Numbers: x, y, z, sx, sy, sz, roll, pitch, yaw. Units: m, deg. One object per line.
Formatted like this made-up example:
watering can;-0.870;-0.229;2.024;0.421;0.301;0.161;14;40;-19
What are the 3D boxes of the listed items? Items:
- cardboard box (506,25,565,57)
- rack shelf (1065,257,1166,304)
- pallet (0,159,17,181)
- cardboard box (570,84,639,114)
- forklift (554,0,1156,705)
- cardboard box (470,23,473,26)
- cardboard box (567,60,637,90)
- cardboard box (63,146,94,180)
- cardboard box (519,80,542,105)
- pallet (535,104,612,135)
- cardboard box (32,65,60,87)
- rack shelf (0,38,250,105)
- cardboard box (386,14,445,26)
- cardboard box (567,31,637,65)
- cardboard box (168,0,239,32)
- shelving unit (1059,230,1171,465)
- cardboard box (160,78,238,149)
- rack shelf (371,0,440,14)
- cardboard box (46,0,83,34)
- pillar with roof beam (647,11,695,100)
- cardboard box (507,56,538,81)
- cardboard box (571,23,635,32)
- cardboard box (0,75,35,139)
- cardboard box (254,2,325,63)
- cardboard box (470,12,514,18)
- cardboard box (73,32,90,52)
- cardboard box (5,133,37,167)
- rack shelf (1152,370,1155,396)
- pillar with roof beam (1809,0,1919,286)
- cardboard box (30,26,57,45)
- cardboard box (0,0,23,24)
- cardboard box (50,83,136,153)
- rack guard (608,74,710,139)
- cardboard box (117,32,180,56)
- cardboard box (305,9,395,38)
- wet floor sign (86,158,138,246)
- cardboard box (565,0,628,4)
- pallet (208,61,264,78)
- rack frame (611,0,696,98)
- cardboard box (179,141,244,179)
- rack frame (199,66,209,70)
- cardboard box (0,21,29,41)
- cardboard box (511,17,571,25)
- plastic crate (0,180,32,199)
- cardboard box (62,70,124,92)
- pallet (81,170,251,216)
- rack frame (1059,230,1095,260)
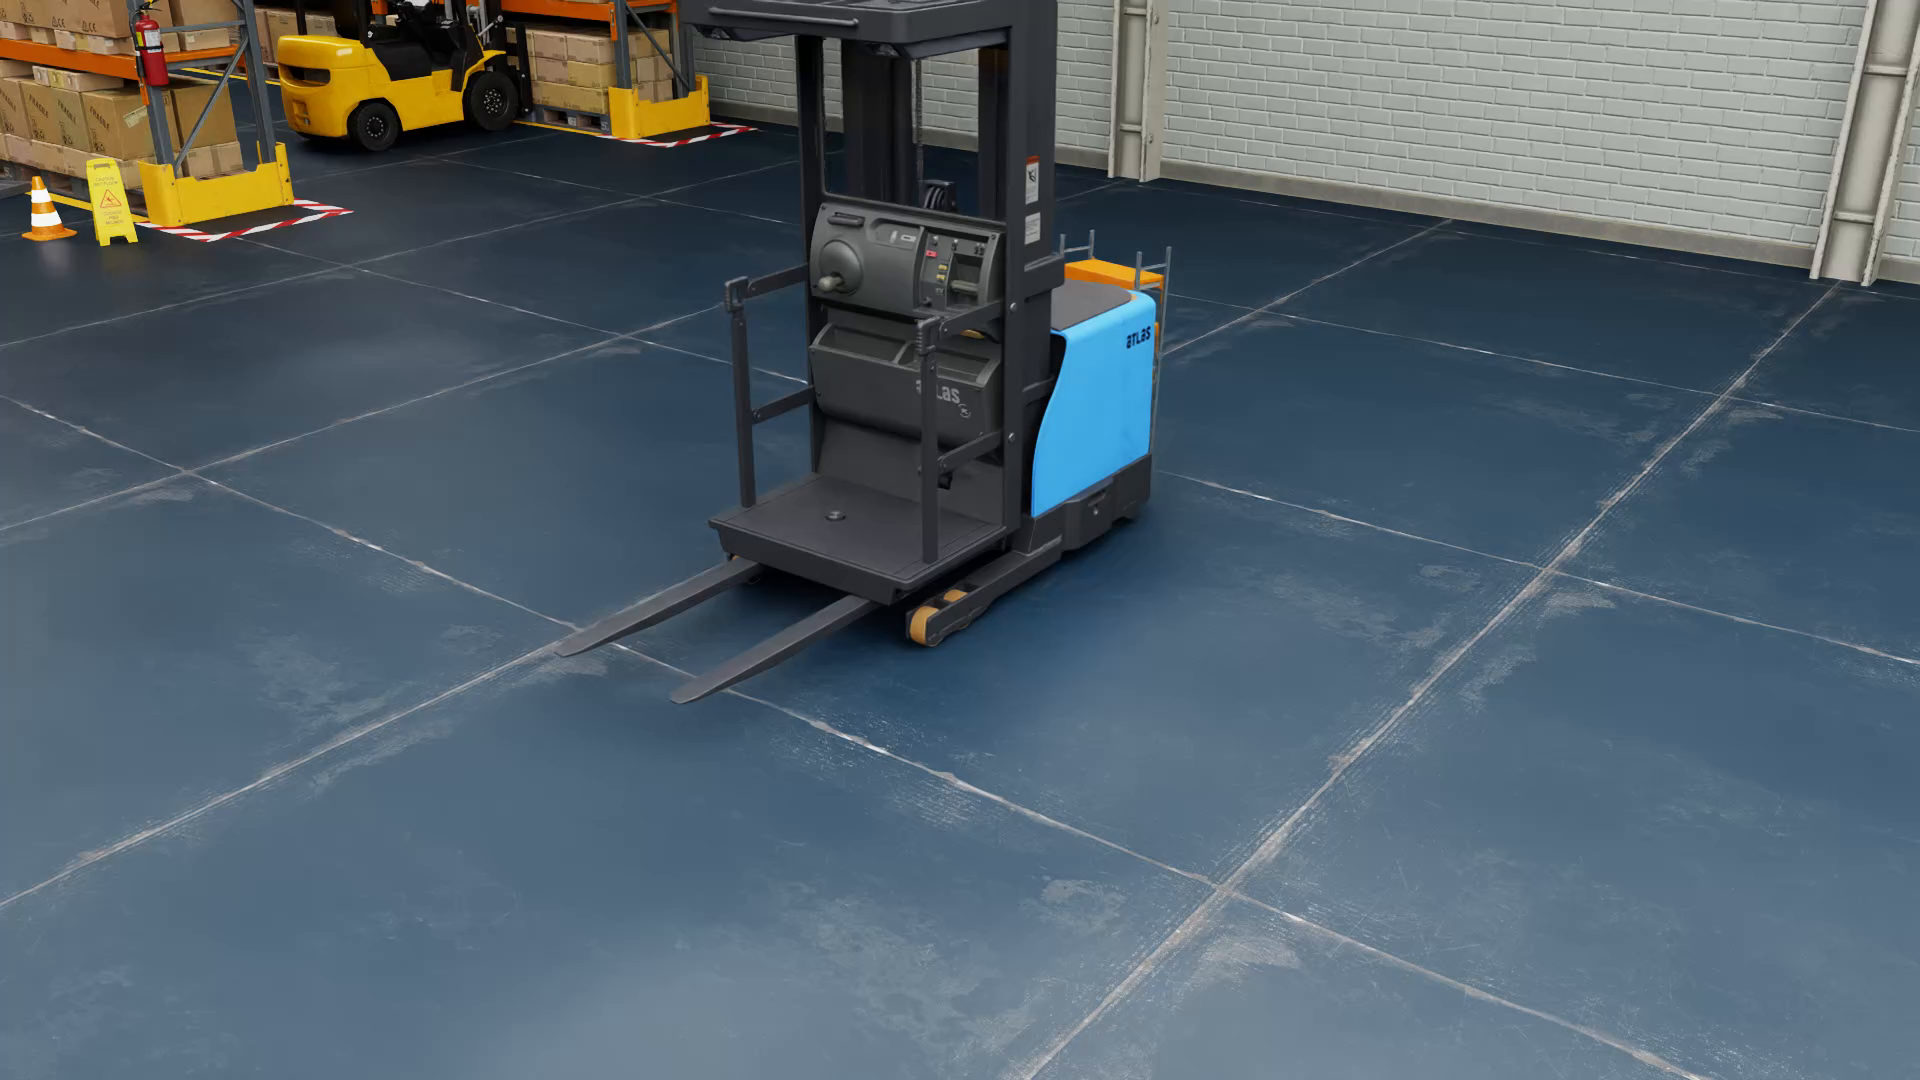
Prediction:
cardboard box;-4.551;-5.363;17.851;0.500;0.250;0.500;17;29;34
rack shelf;0.742;-1.255;8.118;0.258;0.148;0.480;-17;29;-42
pallet;-8.789;-3.658;15.791;1.213;0.211;1.003;17;29;33
cardboard box;-3.739;-4.666;17.509;0.500;0.250;0.500;17;29;34
forklift;-0.361;-1.128;6.675;1.130;2.935;3.031;17;29;33
cardboard box;-5.367;-5.617;18.428;0.500;0.250;0.500;18;29;35
cardboard box;-3.750;-4.900;17.420;0.500;0.250;0.500;16;29;33
cardboard box;-7.365;-3.288;14.382;0.500;0.250;0.500;17;29;33
cardboard box;-4.526;-4.913;18.070;0.500;0.250;0.500;17;29;34
pallet;-3.810;-4.616;17.964;1.213;0.211;1.003;17;29;33
cardboard box;-7.688;-3.995;14.251;0.250;0.149;0.380;18;30;35
rack shelf;-7.748;-4.272;14.619;4.000;0.370;1.077;17;29;33
cardboard box;-6.175;-5.861;18.981;0.500;0.250;0.500;16;29;33
cardboard box;-3.729;-5.122;17.305;0.500;0.250;0.500;18;29;35
cardboard box;-6.360;-4.504;13.759;0.500;0.500;0.500;16;29;33
shelving unit;0.724;-0.889;8.260;0.258;1.200;0.503;-17;29;-42
cardboard box;-6.646;-3.685;14.352;0.500;0.500;0.500;16;28;32
rack shelf;-7.974;-6.842;20.451;4.000;0.370;1.077;17;29;33
cardboard box;-7.145;-4.465;13.670;0.500;0.500;0.500;17;29;33
pillar with roof beam;-5.772;-7.536;13.693;0.400;9.000;9.100;17;29;33
cardboard box;-4.571;-5.143;17.971;0.500;0.250;0.500;16;28;32
cardboard box;-3.846;-5.409;17.955;0.500;0.250;0.500;17;29;33
cardboard box;-8.189;-3.881;14.797;0.500;0.500;0.500;19;30;36
cardboard box;-8.556;-6.450;21.092;0.625;0.625;0.875;18;29;35
cardboard box;-5.450;-5.905;19.081;0.500;0.250;0.500;16;29;33
cardboard box;-7.036;-4.119;13.689;0.250;0.149;0.380;16;29;32
cardboard box;-8.178;-3.536;14.945;0.500;0.250;0.500;16;29;33
rack shelf;0.721;-0.826;8.285;0.258;0.148;0.480;-17;29;-42
pillar with roof beam;3.831;-4.634;7.107;0.400;9.000;9.100;17;29;33
cardboard box;-7.640;-4.311;14.126;0.250;0.149;0.380;16;29;33
cardboard box;-7.937;-4.715;14.239;0.500;0.500;0.500;17;29;34
cardboard box;-7.364;-3.630;14.227;0.500;0.500;0.500;18;30;35
rack guard;-3.154;-4.571;17.503;0.348;0.500;1.175;17;29;33
cardboard box;-6.575;-4.024;13.475;0.250;0.149;0.380;18;29;35
cardboard box;-7.415;-6.106;20.312;0.625;0.625;0.875;16;29;33
wet floor sign;-6.637;-2.649;12.963;0.267;0.644;0.232;-15;28;-30
cardboard box;-3.725;-5.800;17.070;0.500;0.500;0.500;16;28;32
pallet;-8.939;-6.167;21.485;1.213;0.211;1.003;17;29;33
rack frame;-3.173;-5.720;17.013;0.127;3.000;1.000;17;29;33
cardboard box;-6.627;-3.336;14.491;0.500;0.250;0.500;17;29;33
rack frame;-9.575;-7.655;21.403;0.127;3.000;1.000;17;29;33
cardboard box;-8.052;-4.426;14.387;0.250;0.149;0.380;17;29;33
cardboard box;-4.646;-5.659;18.523;0.500;0.250;0.500;16;28;32
plastic crate;-8.583;-3.105;14.698;0.583;0.080;0.402;7;25;15
cardboard box;-7.279;-3.869;13.965;0.250;0.149;0.380;18;29;35
pallet;-6.837;-3.068;14.452;1.213;0.211;1.003;17;29;33
rack frame;0.554;-0.959;8.420;0.240;1.200;0.015;-17;29;-42
